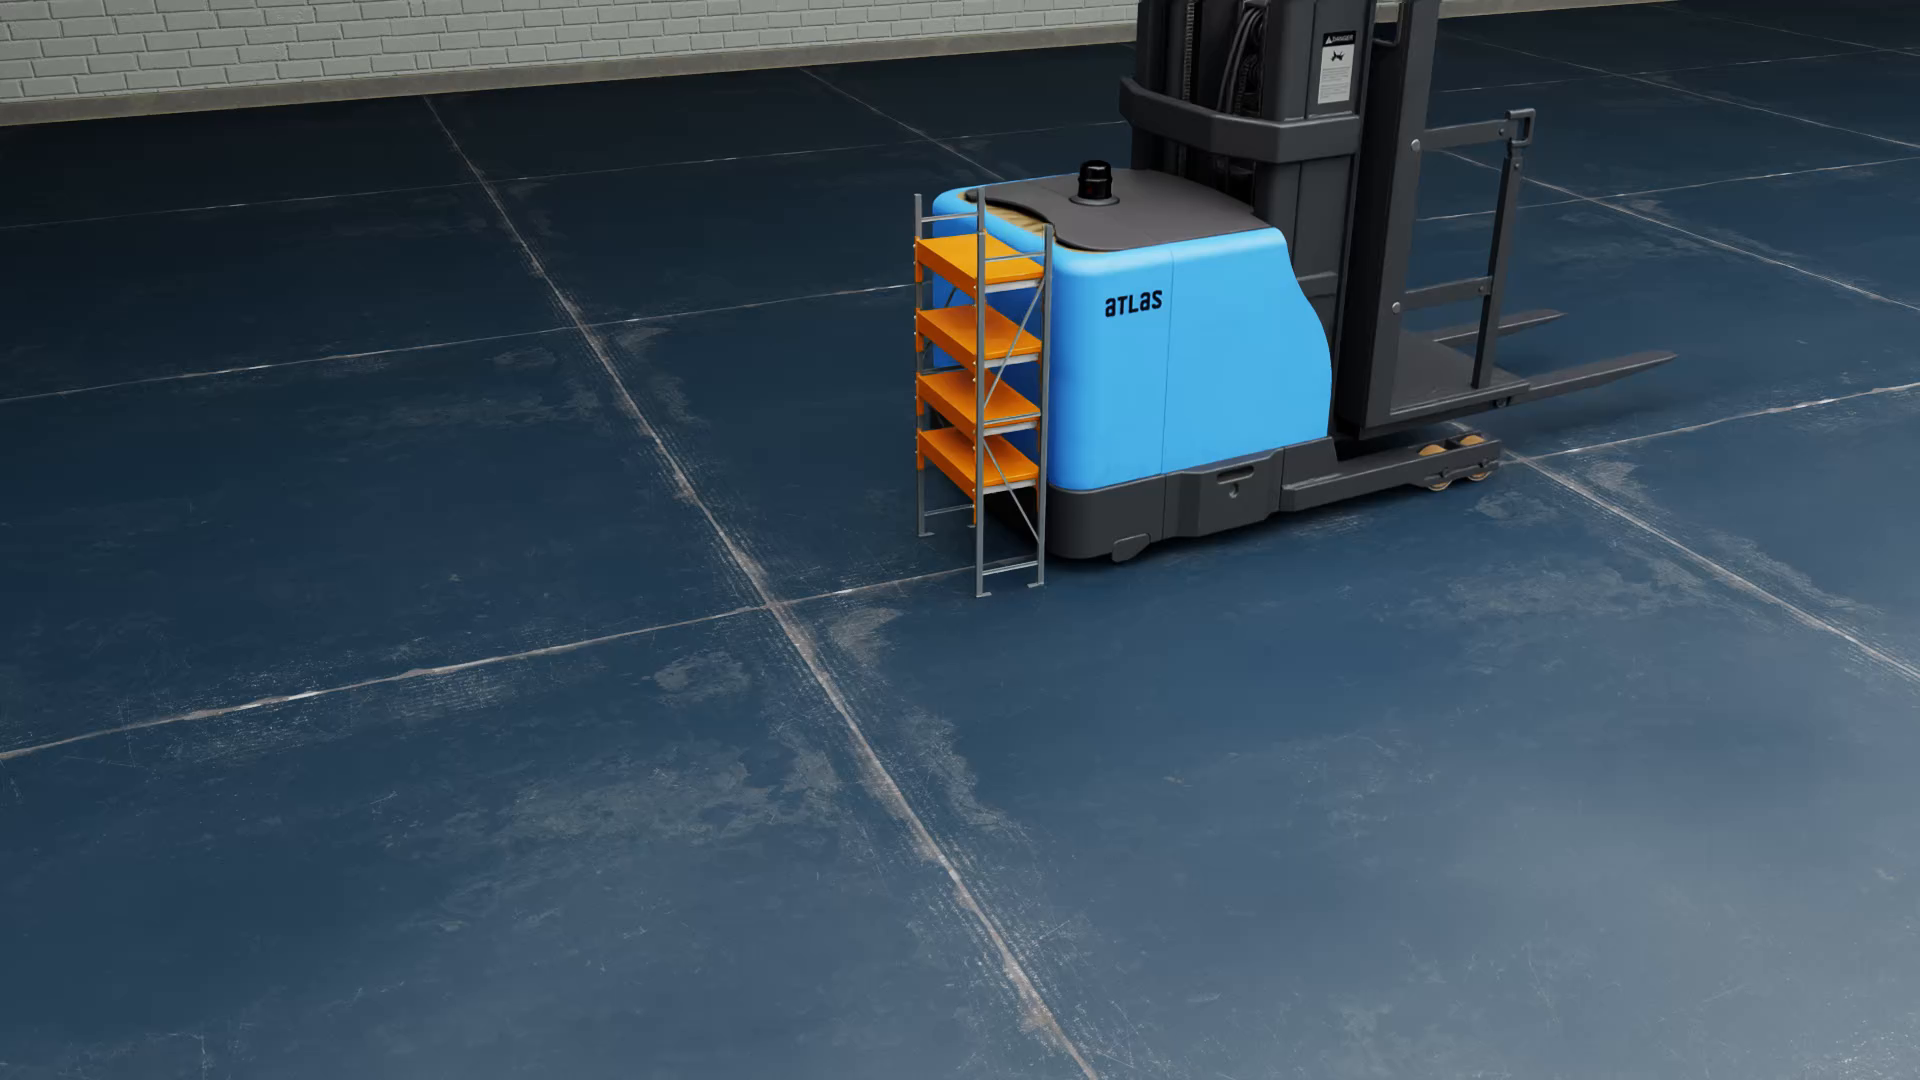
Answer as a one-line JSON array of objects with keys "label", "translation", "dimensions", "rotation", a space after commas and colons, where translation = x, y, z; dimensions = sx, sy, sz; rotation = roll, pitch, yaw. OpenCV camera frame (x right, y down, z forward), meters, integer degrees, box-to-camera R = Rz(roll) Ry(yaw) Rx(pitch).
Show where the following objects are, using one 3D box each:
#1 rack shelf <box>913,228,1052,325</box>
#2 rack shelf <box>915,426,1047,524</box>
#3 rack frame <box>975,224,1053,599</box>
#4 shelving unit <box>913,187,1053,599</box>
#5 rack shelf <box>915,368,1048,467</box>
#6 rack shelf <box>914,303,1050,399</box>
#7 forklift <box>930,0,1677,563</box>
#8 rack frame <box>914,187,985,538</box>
[{"label": "rack shelf", "translation": [0.064, -0.825, 5.177], "dimensions": [0.258, 0.148, 0.480], "rotation": [-11, 28, -21]}, {"label": "rack shelf", "translation": [0.063, -0.233, 5.465], "dimensions": [0.258, 0.148, 0.480], "rotation": [-11, 28, -21]}, {"label": "rack frame", "translation": [0.162, -0.374, 5.148], "dimensions": [0.240, 1.200, 0.015], "rotation": [-11, 28, -21]}, {"label": "shelving unit", "translation": [0.064, -0.472, 5.349], "dimensions": [0.258, 1.200, 0.503], "rotation": [-11, 28, -21]}, {"label": "rack shelf", "translation": [0.063, -0.412, 5.378], "dimensions": [0.258, 0.148, 0.480], "rotation": [-11, 28, -21]}, {"label": "rack shelf", "translation": [0.064, -0.613, 5.280], "dimensions": [0.258, 0.148, 0.480], "rotation": [-11, 28, -21]}, {"label": "forklift", "translation": [1.434, -1.688, 5.866], "dimensions": [3.031, 2.935, 1.130], "rotation": [-13, 29, -25]}, {"label": "rack frame", "translation": [-0.034, -0.570, 5.550], "dimensions": [0.240, 1.200, 0.015], "rotation": [-11, 28, -21]}]
